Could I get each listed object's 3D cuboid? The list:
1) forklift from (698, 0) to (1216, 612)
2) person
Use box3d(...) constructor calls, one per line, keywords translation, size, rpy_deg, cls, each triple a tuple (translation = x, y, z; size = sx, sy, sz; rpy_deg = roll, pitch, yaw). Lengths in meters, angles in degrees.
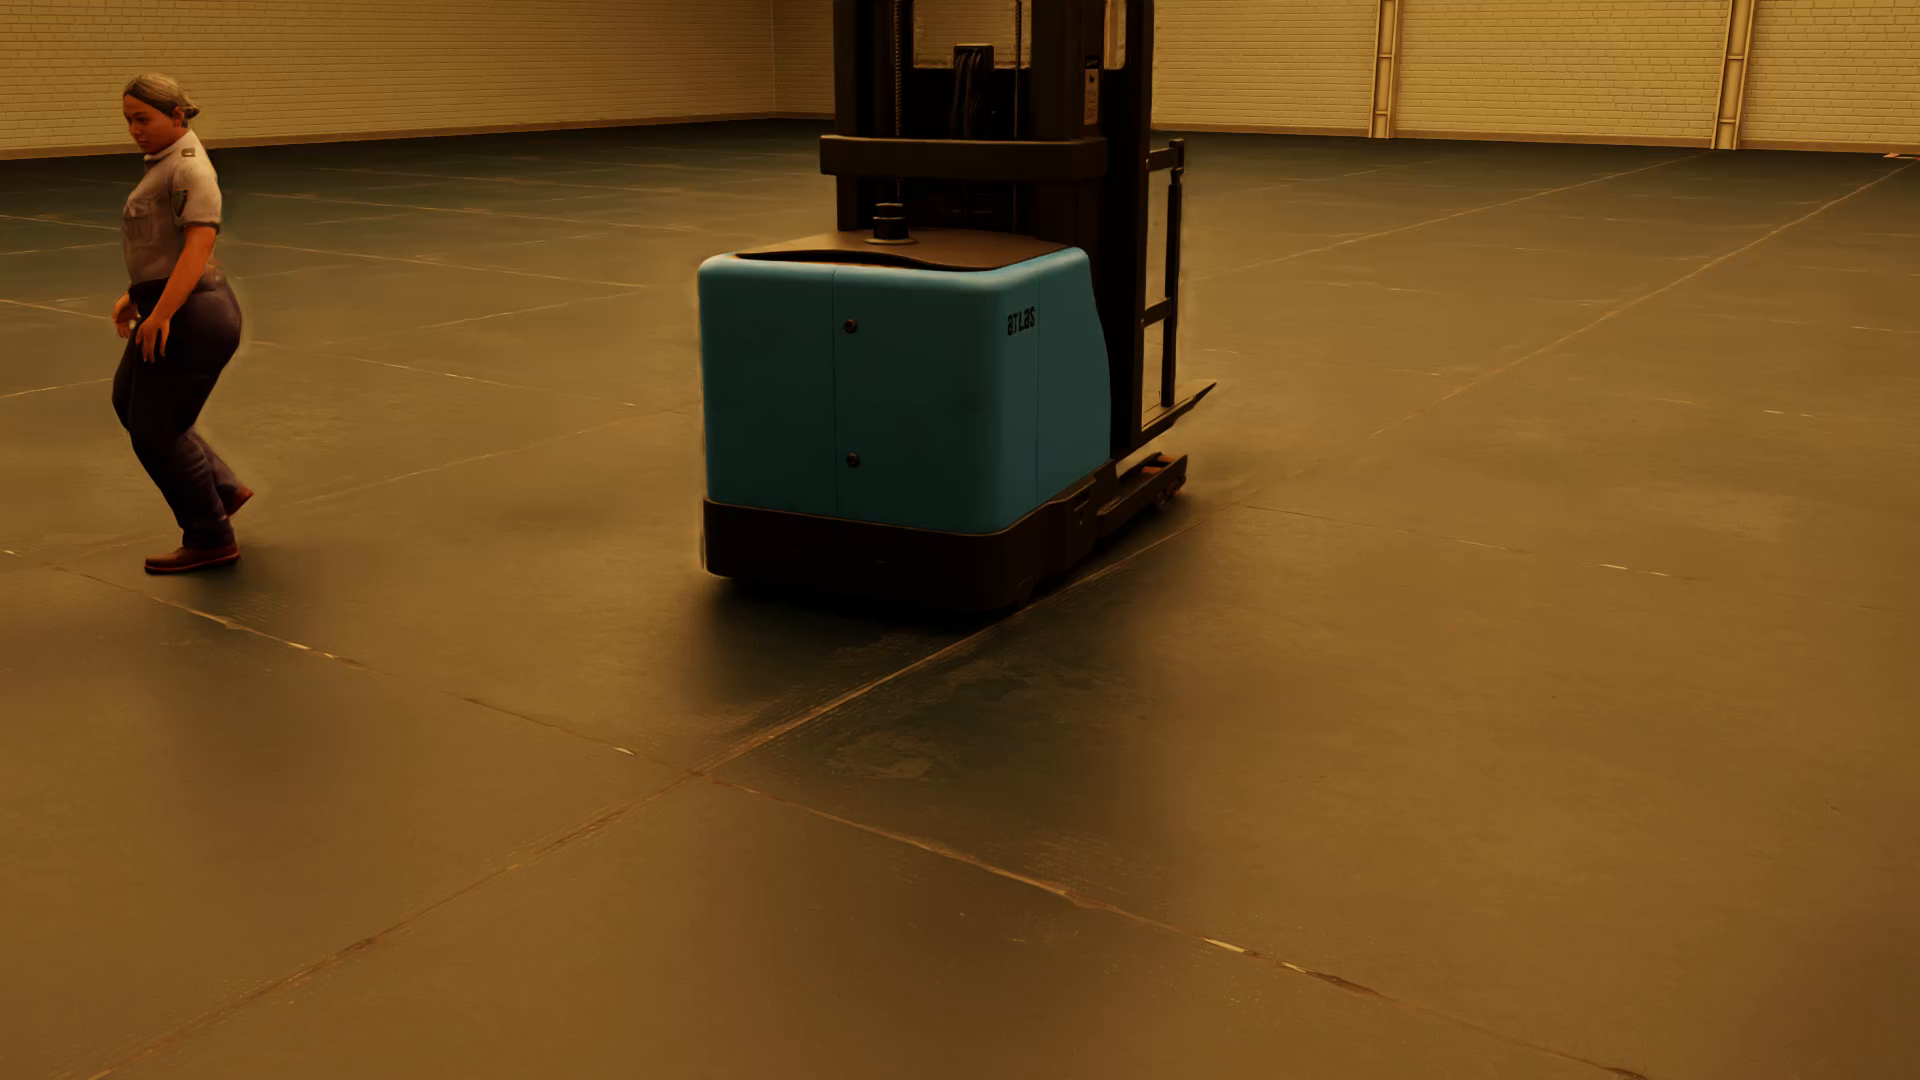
box3d(translation=(0.242, -1.566, 6.069), size=(1.130, 2.935, 3.031), rpy_deg=(7, 18, 23), cls="forklift")
box3d(translation=(-2.597, -0.685, 5.452), size=(0.451, 1.634, 0.732), rpy_deg=(-6, 18, -18), cls="person")
